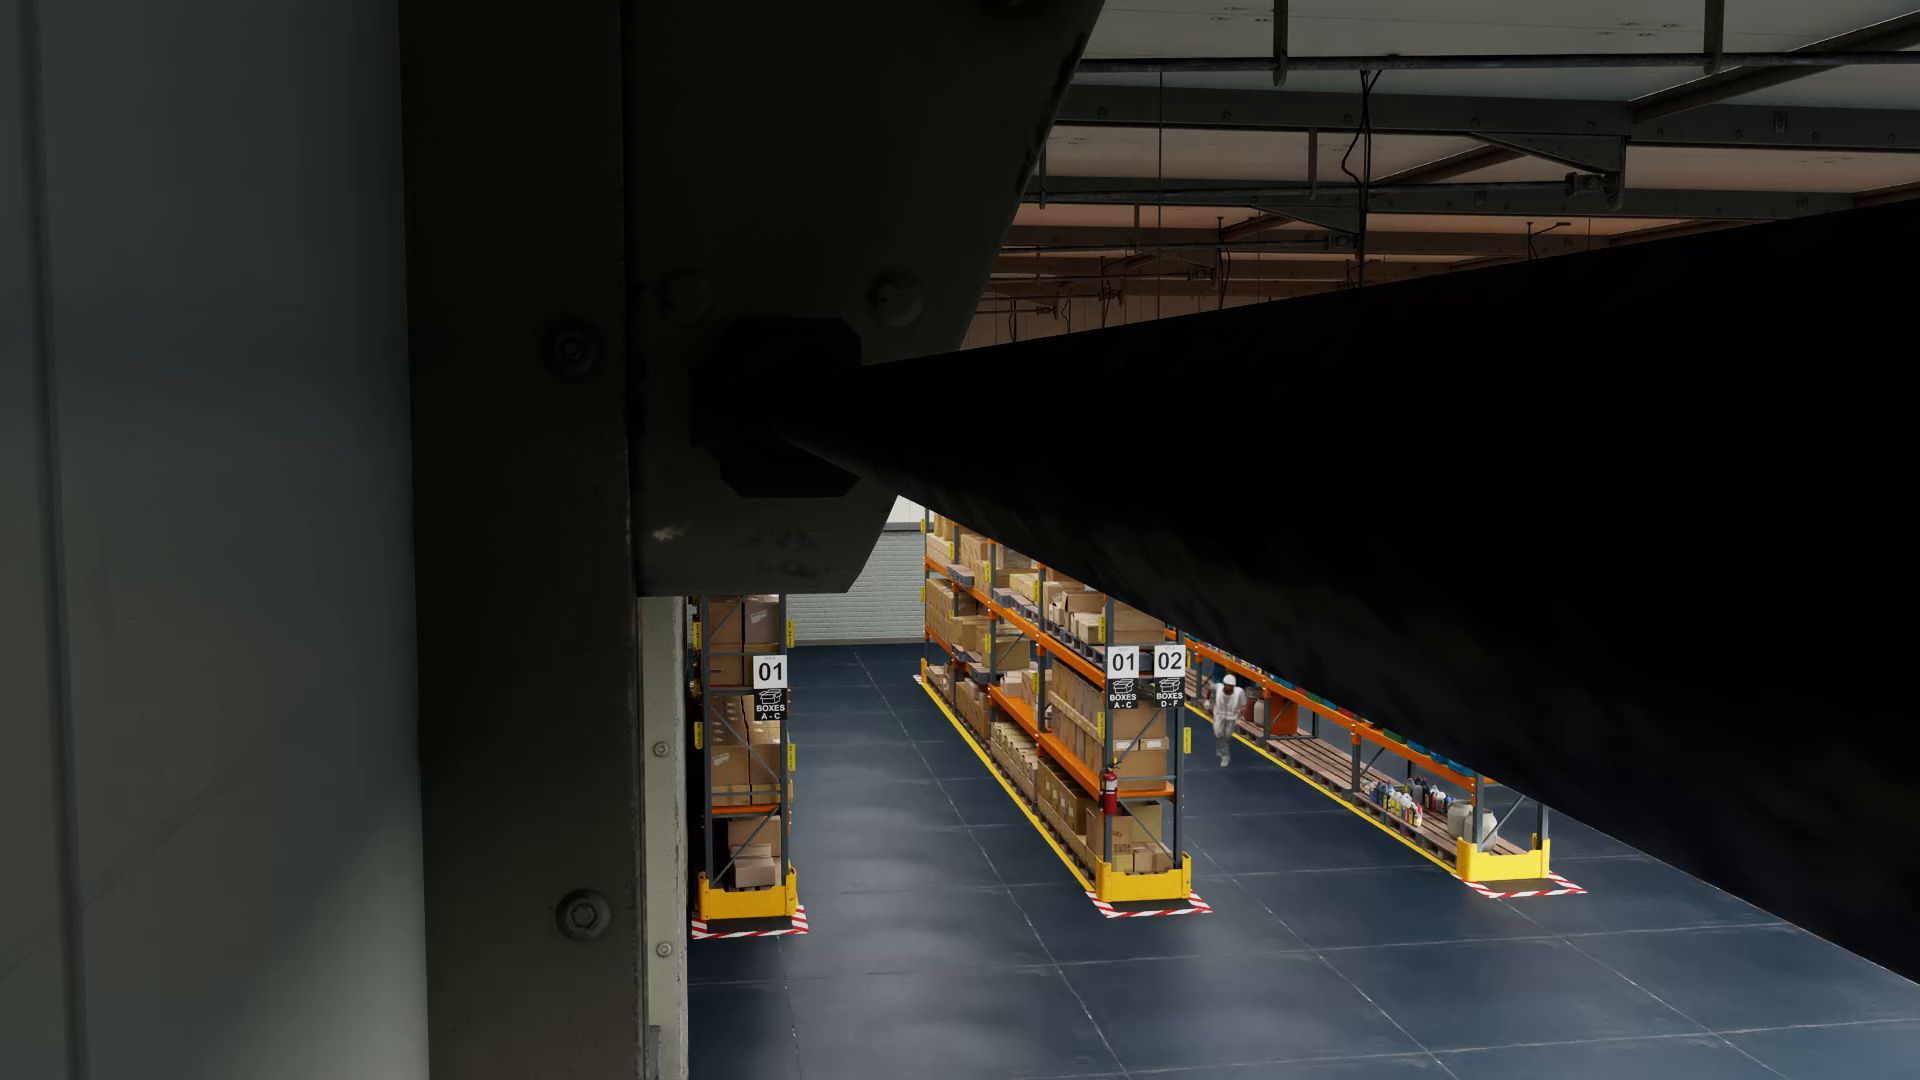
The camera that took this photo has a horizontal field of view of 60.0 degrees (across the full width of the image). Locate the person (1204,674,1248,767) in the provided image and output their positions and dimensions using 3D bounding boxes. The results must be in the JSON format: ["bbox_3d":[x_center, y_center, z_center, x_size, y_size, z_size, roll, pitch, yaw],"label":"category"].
[{"bbox_3d":[4.528,3.017,28.347,0.713,1.588,1.121,1,5,6],"label":"person"}]
